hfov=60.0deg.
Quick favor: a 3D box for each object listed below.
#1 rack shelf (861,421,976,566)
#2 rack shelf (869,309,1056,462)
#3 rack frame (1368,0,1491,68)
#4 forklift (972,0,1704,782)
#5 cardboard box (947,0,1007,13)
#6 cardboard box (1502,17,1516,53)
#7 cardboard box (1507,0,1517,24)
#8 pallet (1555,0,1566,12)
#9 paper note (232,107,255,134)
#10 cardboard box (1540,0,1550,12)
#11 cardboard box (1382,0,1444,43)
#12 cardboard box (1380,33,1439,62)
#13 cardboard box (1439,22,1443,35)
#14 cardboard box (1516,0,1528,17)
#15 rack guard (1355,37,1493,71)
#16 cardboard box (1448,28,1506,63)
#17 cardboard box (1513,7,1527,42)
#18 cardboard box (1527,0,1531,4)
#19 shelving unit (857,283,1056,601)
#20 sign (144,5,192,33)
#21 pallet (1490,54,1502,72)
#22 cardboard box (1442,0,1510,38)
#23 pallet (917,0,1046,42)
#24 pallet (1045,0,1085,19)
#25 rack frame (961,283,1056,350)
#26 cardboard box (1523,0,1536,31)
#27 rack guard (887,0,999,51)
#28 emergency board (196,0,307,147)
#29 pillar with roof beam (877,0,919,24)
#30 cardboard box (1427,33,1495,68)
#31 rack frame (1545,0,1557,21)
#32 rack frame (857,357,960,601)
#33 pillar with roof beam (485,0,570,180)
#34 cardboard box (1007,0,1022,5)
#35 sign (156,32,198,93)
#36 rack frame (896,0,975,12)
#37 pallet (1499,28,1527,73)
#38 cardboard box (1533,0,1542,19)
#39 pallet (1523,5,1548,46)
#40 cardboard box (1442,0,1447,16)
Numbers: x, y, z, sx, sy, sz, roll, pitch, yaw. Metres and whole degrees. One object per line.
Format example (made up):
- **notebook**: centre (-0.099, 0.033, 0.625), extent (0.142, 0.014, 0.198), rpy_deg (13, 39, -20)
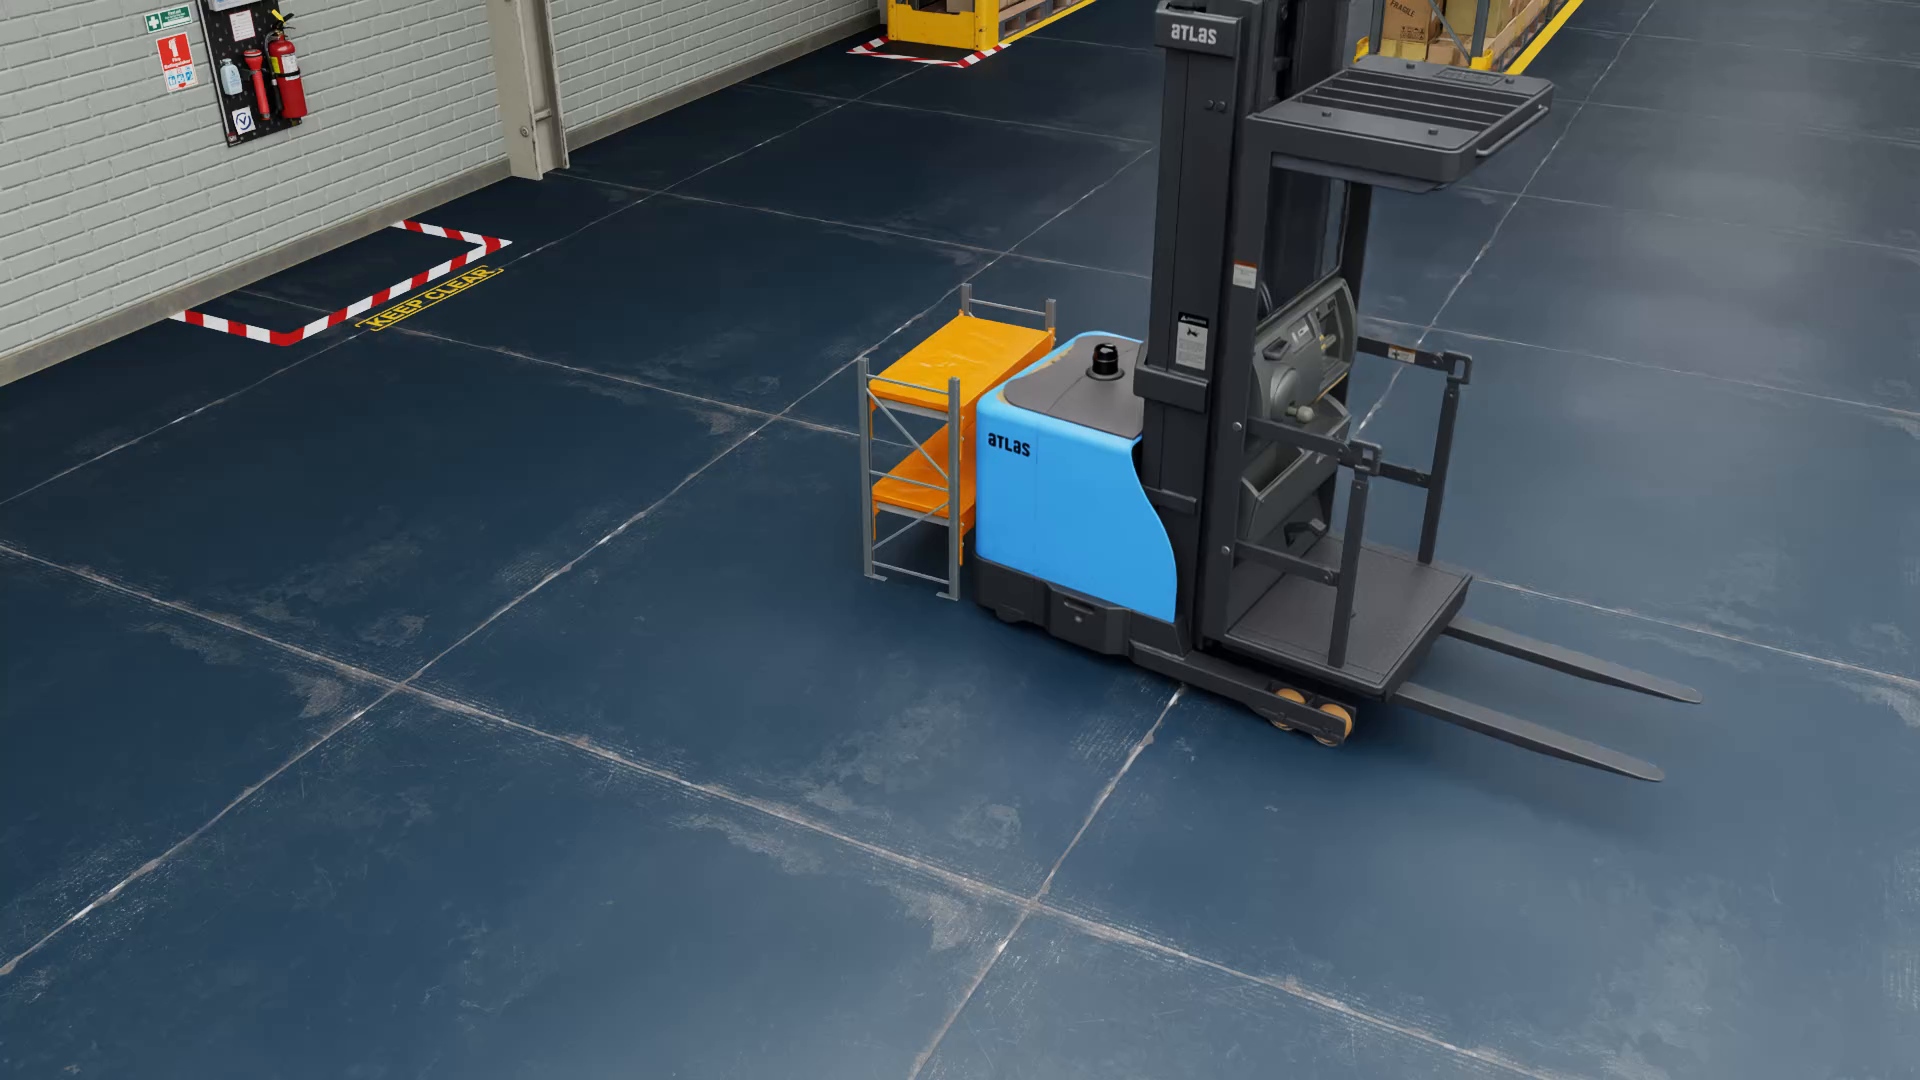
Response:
- **rack shelf**: centre (0.003, -0.279, 8.097), extent (0.538, 0.278, 1.000), rpy_deg (14, 33, 23)
- **rack shelf**: centre (0.003, -0.745, 7.829), extent (0.538, 0.278, 1.000), rpy_deg (14, 33, 23)
- **rack frame**: centre (4.195, -5.318, 14.498), extent (1.000, 3.000, 0.127), rpy_deg (14, 33, 23)
- **forklift**: centre (1.560, -0.734, 6.584), extent (3.031, 2.935, 1.130), rpy_deg (19, 35, 29)
- **cardboard box**: centre (0.179, -5.751, 17.511), extent (0.500, 0.311, 0.500), rpy_deg (11, 32, 18)
- **cardboard box**: centre (5.090, -4.939, 16.178), extent (0.500, 0.250, 0.500), rpy_deg (14, 33, 23)
- **cardboard box**: centre (5.080, -5.267, 15.995), extent (0.500, 0.500, 0.500), rpy_deg (14, 33, 23)
- **pallet**: centre (6.319, -6.217, 18.865), extent (1.003, 0.211, 1.213), rpy_deg (14, 33, 23)
- **paper note**: centre (-4.702, -2.755, 10.920), extent (0.016, 0.148, 0.142), rpy_deg (14, 33, 23)
- **cardboard box**: centre (6.001, -5.826, 17.722), extent (0.500, 0.250, 0.500), rpy_deg (14, 33, 23)
- **cardboard box**: centre (4.175, -4.938, 15.423), extent (0.500, 0.500, 0.500), rpy_deg (14, 33, 23)
- **cardboard box**: centre (4.177, -4.612, 15.609), extent (0.500, 0.250, 0.500), rpy_deg (14, 33, 23)
- **cardboard box**: centre (4.394, -4.837, 16.000), extent (0.500, 0.250, 0.500), rpy_deg (14, 33, 23)
- **cardboard box**: centre (5.323, -5.484, 16.374), extent (0.500, 0.500, 0.500), rpy_deg (14, 33, 23)
- **rack guard**: centre (4.185, -4.223, 15.102), extent (1.175, 0.500, 0.348), rpy_deg (14, 33, 23)
- **cardboard box**: centre (4.862, -4.717, 15.792), extent (0.500, 0.250, 0.500), rpy_deg (14, 33, 23)
- **cardboard box**: centre (5.323, -5.159, 16.562), extent (0.500, 0.250, 0.500), rpy_deg (14, 33, 23)
- **cardboard box**: centre (5.538, -5.709, 16.766), extent (0.500, 0.500, 0.500), rpy_deg (14, 33, 23)
- **shelving unit**: centre (0.003, -0.491, 7.975), extent (0.538, 1.125, 1.048), rpy_deg (14, 33, 23)
- **sign**: centre (-4.894, -3.223, 10.283), extent (0.001, 0.109, 0.331), rpy_deg (14, 33, 23)
- **pallet**: centre (4.507, -4.457, 15.799), extent (1.003, 0.211, 1.213), rpy_deg (14, 33, 23)
- **cardboard box**: centre (4.864, -5.042, 15.604), extent (0.500, 0.500, 0.500), rpy_deg (14, 33, 23)
- **pallet**: centre (0.220, -5.616, 17.818), extent (1.003, 0.211, 1.213), rpy_deg (14, 33, 23)
- **pallet**: centre (0.777, -6.155, 18.757), extent (1.003, 0.211, 1.213), rpy_deg (14, 33, 23)
- **rack frame**: centre (0.235, -0.716, 8.368), extent (0.500, 1.125, 0.032), rpy_deg (14, 33, 23)
- **cardboard box**: centre (5.550, -5.381, 16.948), extent (0.500, 0.250, 0.500), rpy_deg (14, 33, 23)
- **rack guard**: centre (-0.181, -5.390, 17.133), extent (1.175, 0.500, 0.348), rpy_deg (14, 33, 23)
- **emergency board**: centre (-4.560, -3.200, 10.810), extent (0.194, 1.169, 0.643), rpy_deg (14, 33, 23)
- **pillar with roof beam**: centre (3.165, -8.571, 14.140), extent (9.100, 9.000, 0.400), rpy_deg (14, 33, 23)
- **cardboard box**: centre (4.638, -4.495, 15.404), extent (0.500, 0.250, 0.500), rpy_deg (14, 33, 23)
- **rack frame**: centre (6.018, -7.091, 17.586), extent (1.000, 3.000, 0.127), rpy_deg (14, 33, 23)
- **rack frame**: centre (-0.228, -0.265, 7.583), extent (0.500, 1.125, 0.032), rpy_deg (14, 33, 23)
- **pillar with roof beam**: centre (0.432, -5.911, 9.508), extent (9.100, 9.000, 0.400), rpy_deg (14, 33, 23)
- **cardboard box**: centre (0.439, -6.004, 17.951), extent (0.500, 0.311, 0.500), rpy_deg (17, 34, 27)
- **sign**: centre (-4.904, -2.993, 10.415), extent (0.001, 0.329, 0.234), rpy_deg (14, 33, 23)
- **rack frame**: centre (-0.216, -6.440, 16.452), extent (1.000, 3.000, 0.127), rpy_deg (14, 33, 23)
- **pallet**: centre (5.063, -4.996, 16.738), extent (1.003, 0.211, 1.213), rpy_deg (14, 33, 23)
- **cardboard box**: centre (5.764, -5.606, 17.340), extent (0.500, 0.250, 0.500), rpy_deg (14, 33, 23)
- **pallet**: centre (5.618, -5.539, 17.683), extent (1.003, 0.211, 1.213), rpy_deg (14, 33, 23)
- **cardboard box**: centre (4.617, -5.385, 16.201), extent (0.500, 0.500, 0.500), rpy_deg (14, 33, 23)
